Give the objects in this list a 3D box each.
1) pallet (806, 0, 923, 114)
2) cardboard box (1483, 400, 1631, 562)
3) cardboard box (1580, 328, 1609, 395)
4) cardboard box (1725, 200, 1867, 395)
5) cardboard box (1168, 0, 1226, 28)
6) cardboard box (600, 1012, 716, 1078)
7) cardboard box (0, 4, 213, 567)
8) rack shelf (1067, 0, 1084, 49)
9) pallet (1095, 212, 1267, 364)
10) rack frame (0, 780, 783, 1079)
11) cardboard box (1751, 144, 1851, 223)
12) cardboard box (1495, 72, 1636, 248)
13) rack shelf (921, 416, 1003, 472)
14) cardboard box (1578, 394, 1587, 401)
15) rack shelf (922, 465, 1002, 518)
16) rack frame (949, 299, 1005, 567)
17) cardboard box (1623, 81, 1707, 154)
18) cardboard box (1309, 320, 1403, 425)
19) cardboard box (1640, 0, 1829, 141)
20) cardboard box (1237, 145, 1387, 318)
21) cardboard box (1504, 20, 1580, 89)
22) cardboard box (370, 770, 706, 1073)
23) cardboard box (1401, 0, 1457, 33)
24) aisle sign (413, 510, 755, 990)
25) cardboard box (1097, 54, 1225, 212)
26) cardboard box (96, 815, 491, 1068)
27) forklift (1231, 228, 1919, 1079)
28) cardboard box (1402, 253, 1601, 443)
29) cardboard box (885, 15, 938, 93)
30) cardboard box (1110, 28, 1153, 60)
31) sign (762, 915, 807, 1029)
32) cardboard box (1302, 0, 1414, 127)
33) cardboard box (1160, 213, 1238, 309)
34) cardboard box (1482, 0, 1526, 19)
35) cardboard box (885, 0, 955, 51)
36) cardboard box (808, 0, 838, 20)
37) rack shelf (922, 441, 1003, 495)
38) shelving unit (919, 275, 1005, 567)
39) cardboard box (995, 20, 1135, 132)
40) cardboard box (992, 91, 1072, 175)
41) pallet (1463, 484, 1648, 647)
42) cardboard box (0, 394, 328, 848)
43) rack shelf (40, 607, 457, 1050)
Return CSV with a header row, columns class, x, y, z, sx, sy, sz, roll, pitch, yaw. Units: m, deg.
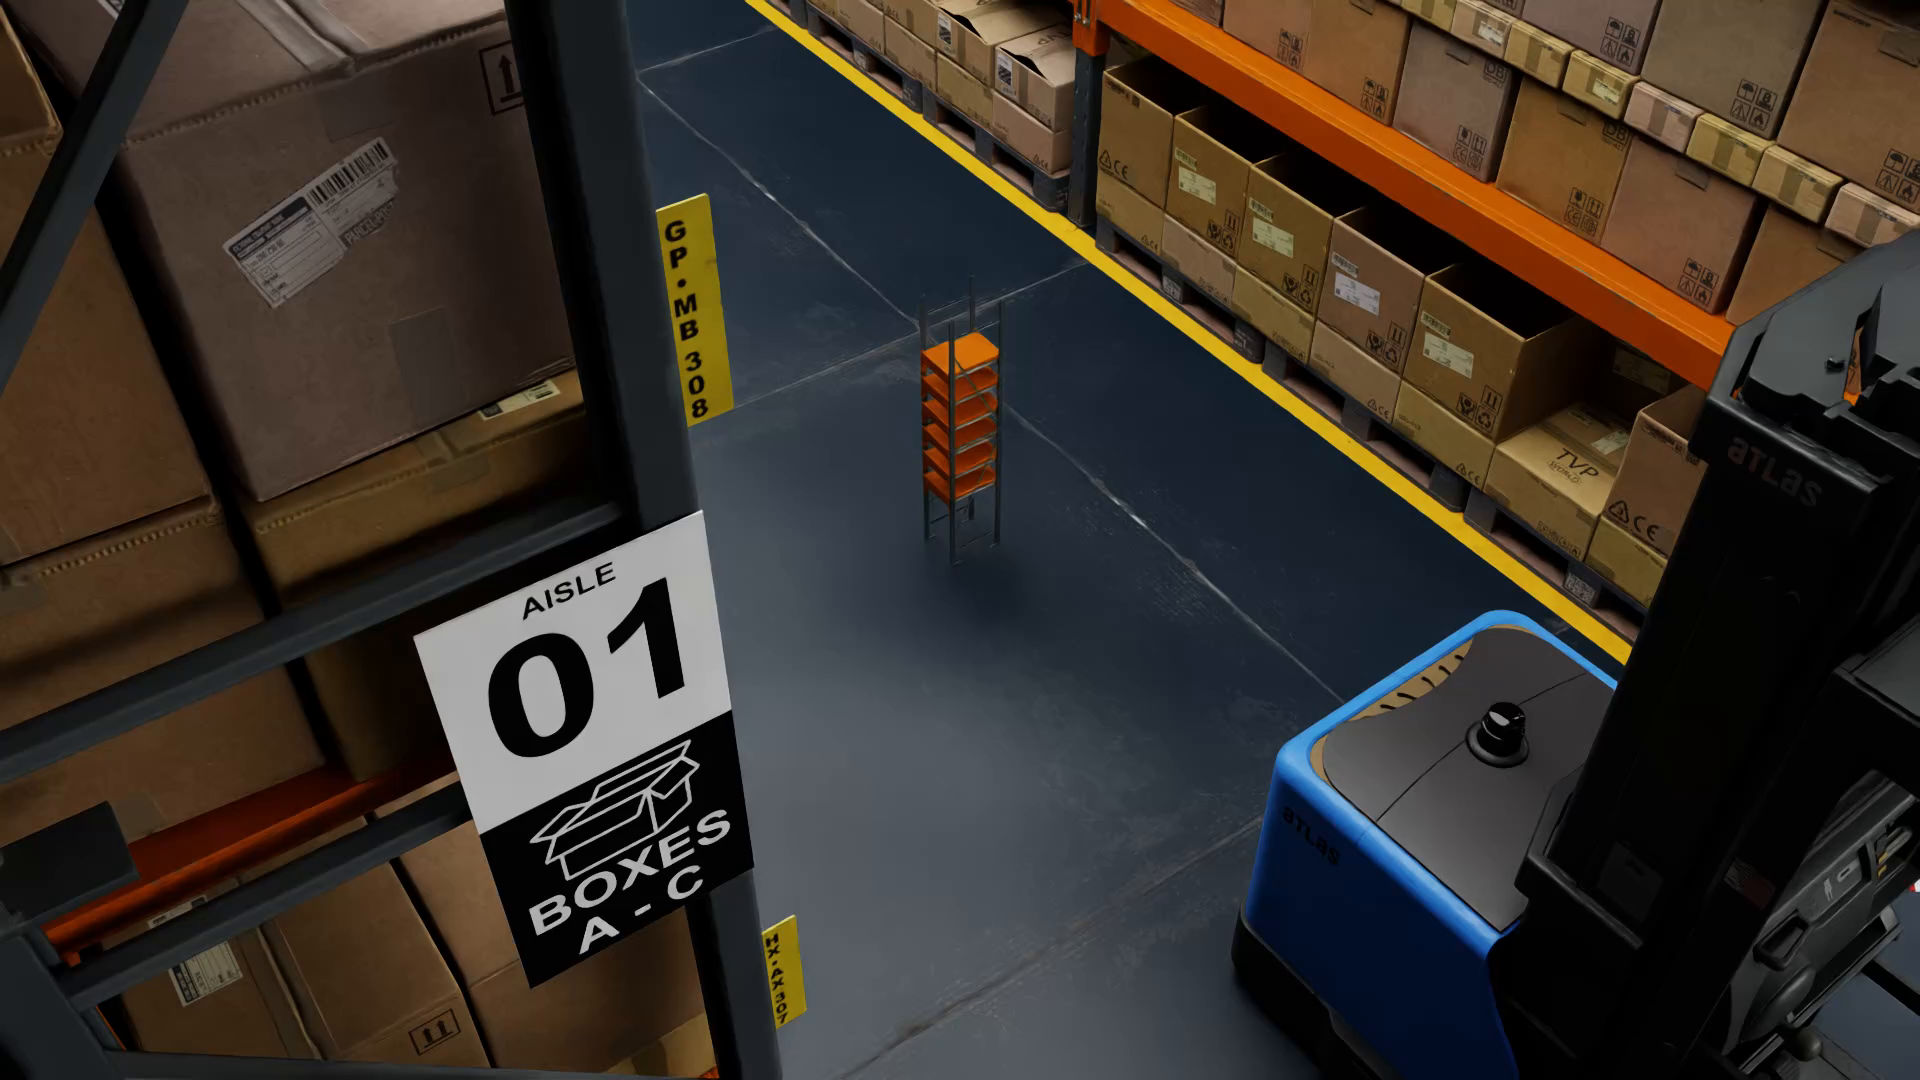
class,x,y,z,sx,sy,sz,roll,pitch,yaw
pallet,-0.167,-2.967,9.705,1.003,0.211,1.213,-26,49,-24
cardboard box,2.432,-0.239,6.515,0.500,0.250,0.500,-26,49,-24
cardboard box,2.568,-0.997,6.766,0.500,0.500,0.500,-26,49,-24
cardboard box,3.020,-0.922,5.471,0.700,0.500,0.500,-26,49,-24
cardboard box,1.247,-2.669,7.301,0.700,0.500,0.500,-27,50,-25
cardboard box,-0.803,0.988,3.637,0.500,0.250,0.500,-27,50,-26
cardboard box,-1.245,-0.288,1.897,0.500,0.500,0.500,-24,48,-23
rack shelf,-0.156,-3.754,9.031,1.077,0.370,4.000,-26,49,-24
pallet,1.409,-1.406,8.070,1.003,0.211,1.213,-26,49,-24
rack frame,-0.784,1.342,3.171,1.000,3.000,0.127,-26,49,-24
cardboard box,2.751,-1.176,5.268,0.380,0.149,0.250,-25,49,-23
cardboard box,2.436,-1.501,6.078,0.700,0.500,0.500,-25,49,-24
rack shelf,0.008,-0.394,6.358,0.258,0.103,0.180,-26,49,-24
cardboard box,2.578,-0.730,7.030,0.500,0.250,0.500,-26,49,-24
rack shelf,0.008,-0.220,6.524,0.258,0.103,0.180,-26,49,-24
rack frame,0.061,-0.374,6.273,0.240,1.200,0.006,-26,49,-24
cardboard box,2.462,-1.464,5.569,0.380,0.149,0.250,-25,49,-24
cardboard box,1.860,-0.806,7.109,0.500,0.250,0.500,-26,49,-24
cardboard box,2.684,-1.717,5.364,0.700,0.500,0.500,-27,50,-25
cardboard box,1.569,-1.358,7.144,0.500,0.500,0.500,-26,49,-24
cardboard box,2.160,-1.761,5.880,0.380,0.149,0.250,-24,49,-23
cardboard box,-0.811,0.729,3.365,0.500,0.500,0.500,-26,49,-24
cardboard box,1.872,-2.048,6.181,0.380,0.149,0.250,-26,49,-25
aisle sign,-0.497,0.324,2.355,0.394,0.787,0.004,-26,49,-24
cardboard box,0.997,-1.924,7.737,0.500,0.500,0.500,-26,49,-24
cardboard box,-1.228,0.935,3.149,0.500,0.500,0.500,-26,50,-25
forklift,2.144,0.915,3.668,1.130,2.935,3.031,-27,50,-26
cardboard box,2.142,-0.792,6.551,0.500,0.500,0.500,-26,49,-24
cardboard box,-0.068,-2.736,9.131,0.500,0.250,0.500,-25,49,-24
cardboard box,0.956,-2.575,8.556,0.500,0.311,0.500,-26,49,-24
sign,-0.339,0.815,3.097,0.100,0.325,0.005,-26,49,-24
cardboard box,1.838,-2.087,6.692,0.700,0.500,0.500,-25,49,-24
cardboard box,1.287,-1.372,7.702,0.500,0.250,0.500,-26,49,-24
cardboard box,2.109,-2.286,5.960,0.700,0.500,0.500,-26,49,-24
cardboard box,-0.065,-2.934,8.932,0.500,0.311,0.500,-26,49,-25
cardboard box,-0.651,-3.316,9.738,0.500,0.250,0.500,-27,50,-25
rack shelf,0.008,-0.307,6.441,0.258,0.103,0.180,-26,49,-24
shelving unit,0.008,-0.426,6.327,0.258,1.200,0.189,-26,49,-24
cardboard box,0.521,-2.358,8.329,0.500,0.311,0.500,-26,49,-24
cardboard box,0.513,-2.160,8.527,0.500,0.250,0.500,-26,50,-25
pallet,2.805,-0.024,6.623,1.003,0.211,1.213,-26,49,-24
cardboard box,-1.231,0.078,2.237,0.500,0.500,0.500,-22,48,-22
rack shelf,-1.928,-0.615,3.571,1.077,0.370,4.000,-26,49,-24
